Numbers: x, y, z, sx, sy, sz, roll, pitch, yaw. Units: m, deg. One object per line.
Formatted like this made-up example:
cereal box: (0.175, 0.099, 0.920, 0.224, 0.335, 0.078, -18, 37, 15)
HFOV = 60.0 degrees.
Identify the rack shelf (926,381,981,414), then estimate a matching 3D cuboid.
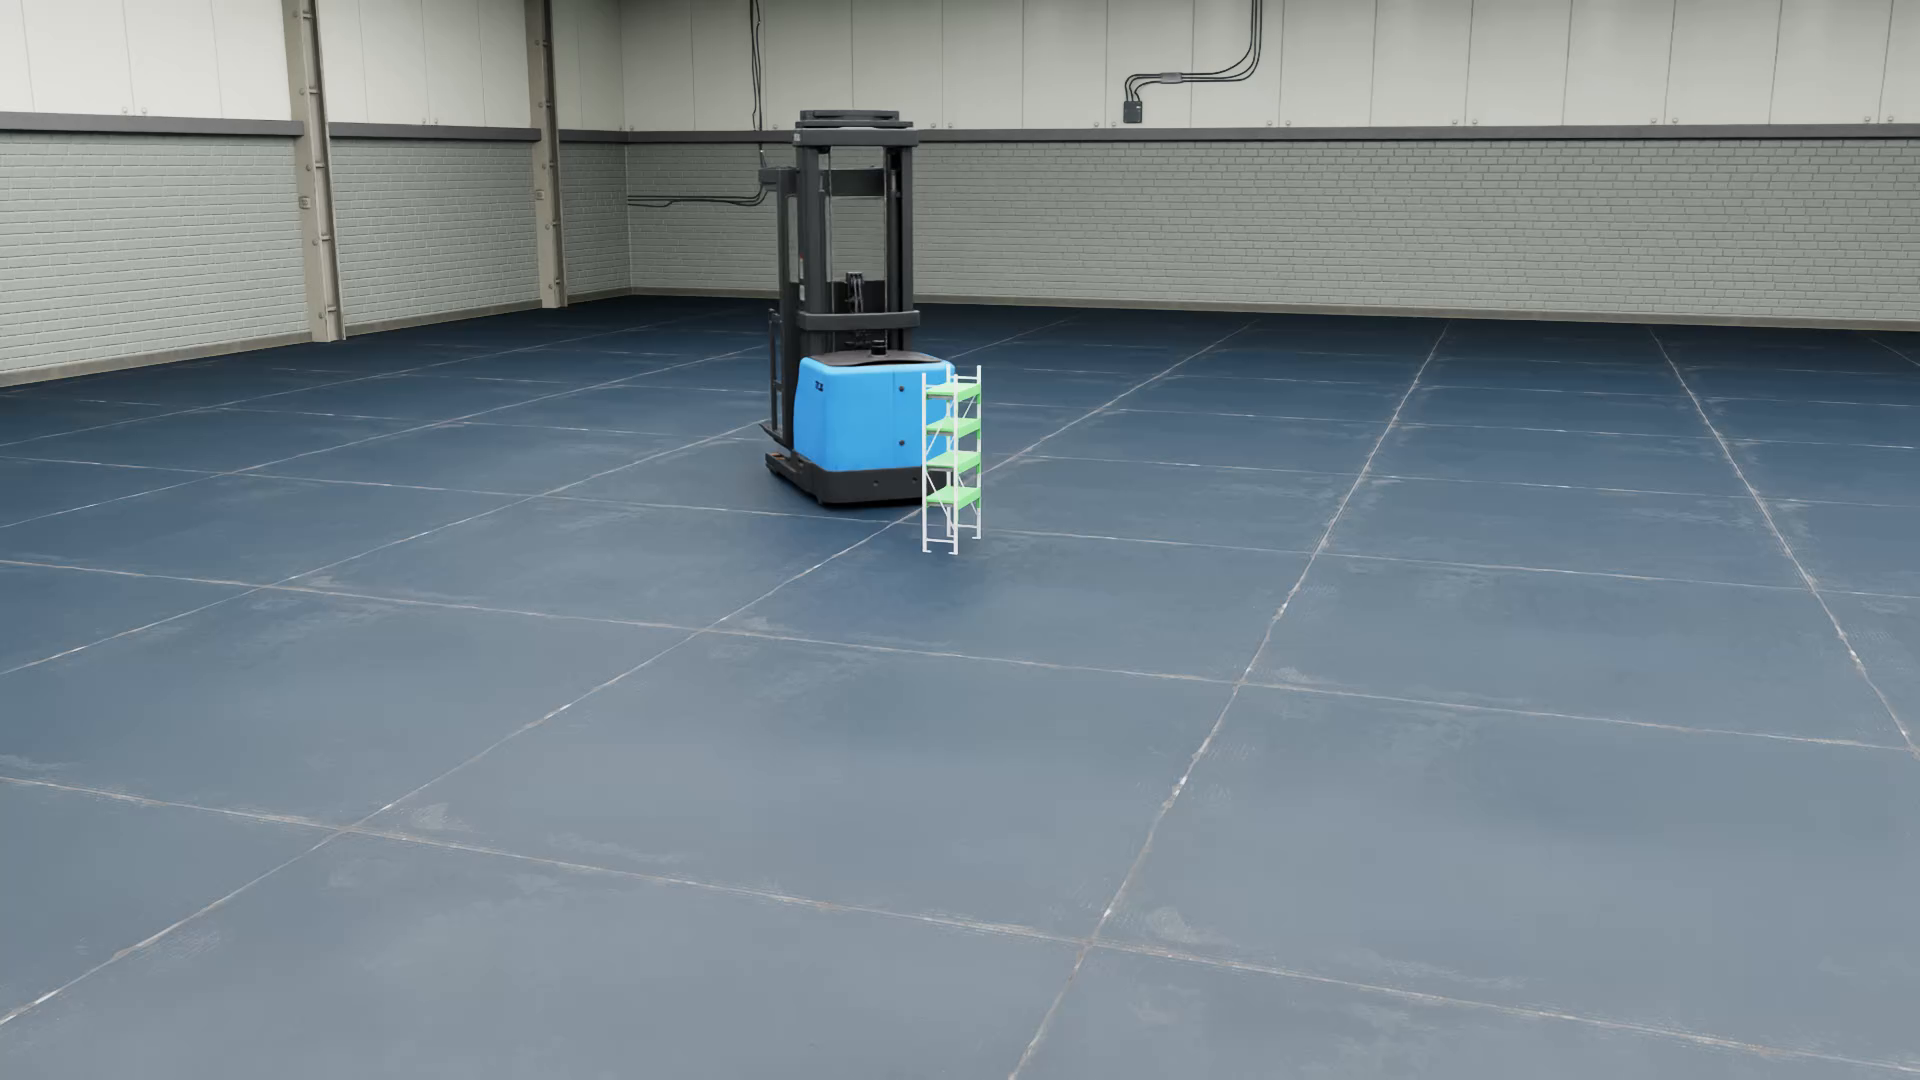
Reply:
rack shelf: (-0.054, -0.956, 11.109, 0.258, 0.148, 0.480, 4, 14, 18)

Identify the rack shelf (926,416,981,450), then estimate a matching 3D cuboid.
rack shelf: (-0.054, -0.722, 11.163, 0.258, 0.148, 0.480, 4, 14, 18)

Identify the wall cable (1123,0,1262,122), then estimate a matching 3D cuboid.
wall cable: (3.918, -10.056, 27.680, 2.305, 6.003, 0.169, 4, 14, 18)

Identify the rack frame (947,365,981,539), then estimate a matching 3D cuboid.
rack frame: (0.025, -0.601, 11.427, 0.240, 1.200, 0.015, 4, 14, 18)

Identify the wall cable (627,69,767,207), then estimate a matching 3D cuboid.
wall cable: (-5.059, -7.571, 31.413, 3.097, 2.526, 0.112, 4, 14, 18)

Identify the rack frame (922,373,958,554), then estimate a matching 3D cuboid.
rack frame: (-0.133, -0.499, 10.977, 0.240, 1.200, 0.015, 4, 14, 18)

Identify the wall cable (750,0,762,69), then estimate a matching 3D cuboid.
wall cable: (-2.499, -9.838, 29.997, 3.097, 2.526, 0.112, 4, 14, 18)

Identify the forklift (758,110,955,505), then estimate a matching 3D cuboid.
forklift: (-0.994, -1.981, 13.580, 1.130, 2.935, 3.031, -5, 14, -19)

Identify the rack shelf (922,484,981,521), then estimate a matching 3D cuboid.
rack shelf: (-0.054, -0.254, 11.269, 0.258, 0.148, 0.480, 4, 14, 18)

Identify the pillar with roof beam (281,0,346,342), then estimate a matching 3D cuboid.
pillar with roof beam: (-5.131, -6.986, 21.874, 9.100, 9.000, 0.400, 4, 14, 18)

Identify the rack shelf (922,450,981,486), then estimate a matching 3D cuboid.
rack shelf: (-0.054, -0.488, 11.216, 0.258, 0.148, 0.480, 4, 14, 18)

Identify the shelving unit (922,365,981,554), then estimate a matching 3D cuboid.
shelving unit: (-0.054, -0.550, 11.202, 0.258, 1.200, 0.503, 4, 14, 18)

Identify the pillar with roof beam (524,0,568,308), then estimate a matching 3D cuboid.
pillar with roof beam: (-3.190, -8.250, 27.409, 9.100, 9.000, 0.400, 4, 14, 18)
